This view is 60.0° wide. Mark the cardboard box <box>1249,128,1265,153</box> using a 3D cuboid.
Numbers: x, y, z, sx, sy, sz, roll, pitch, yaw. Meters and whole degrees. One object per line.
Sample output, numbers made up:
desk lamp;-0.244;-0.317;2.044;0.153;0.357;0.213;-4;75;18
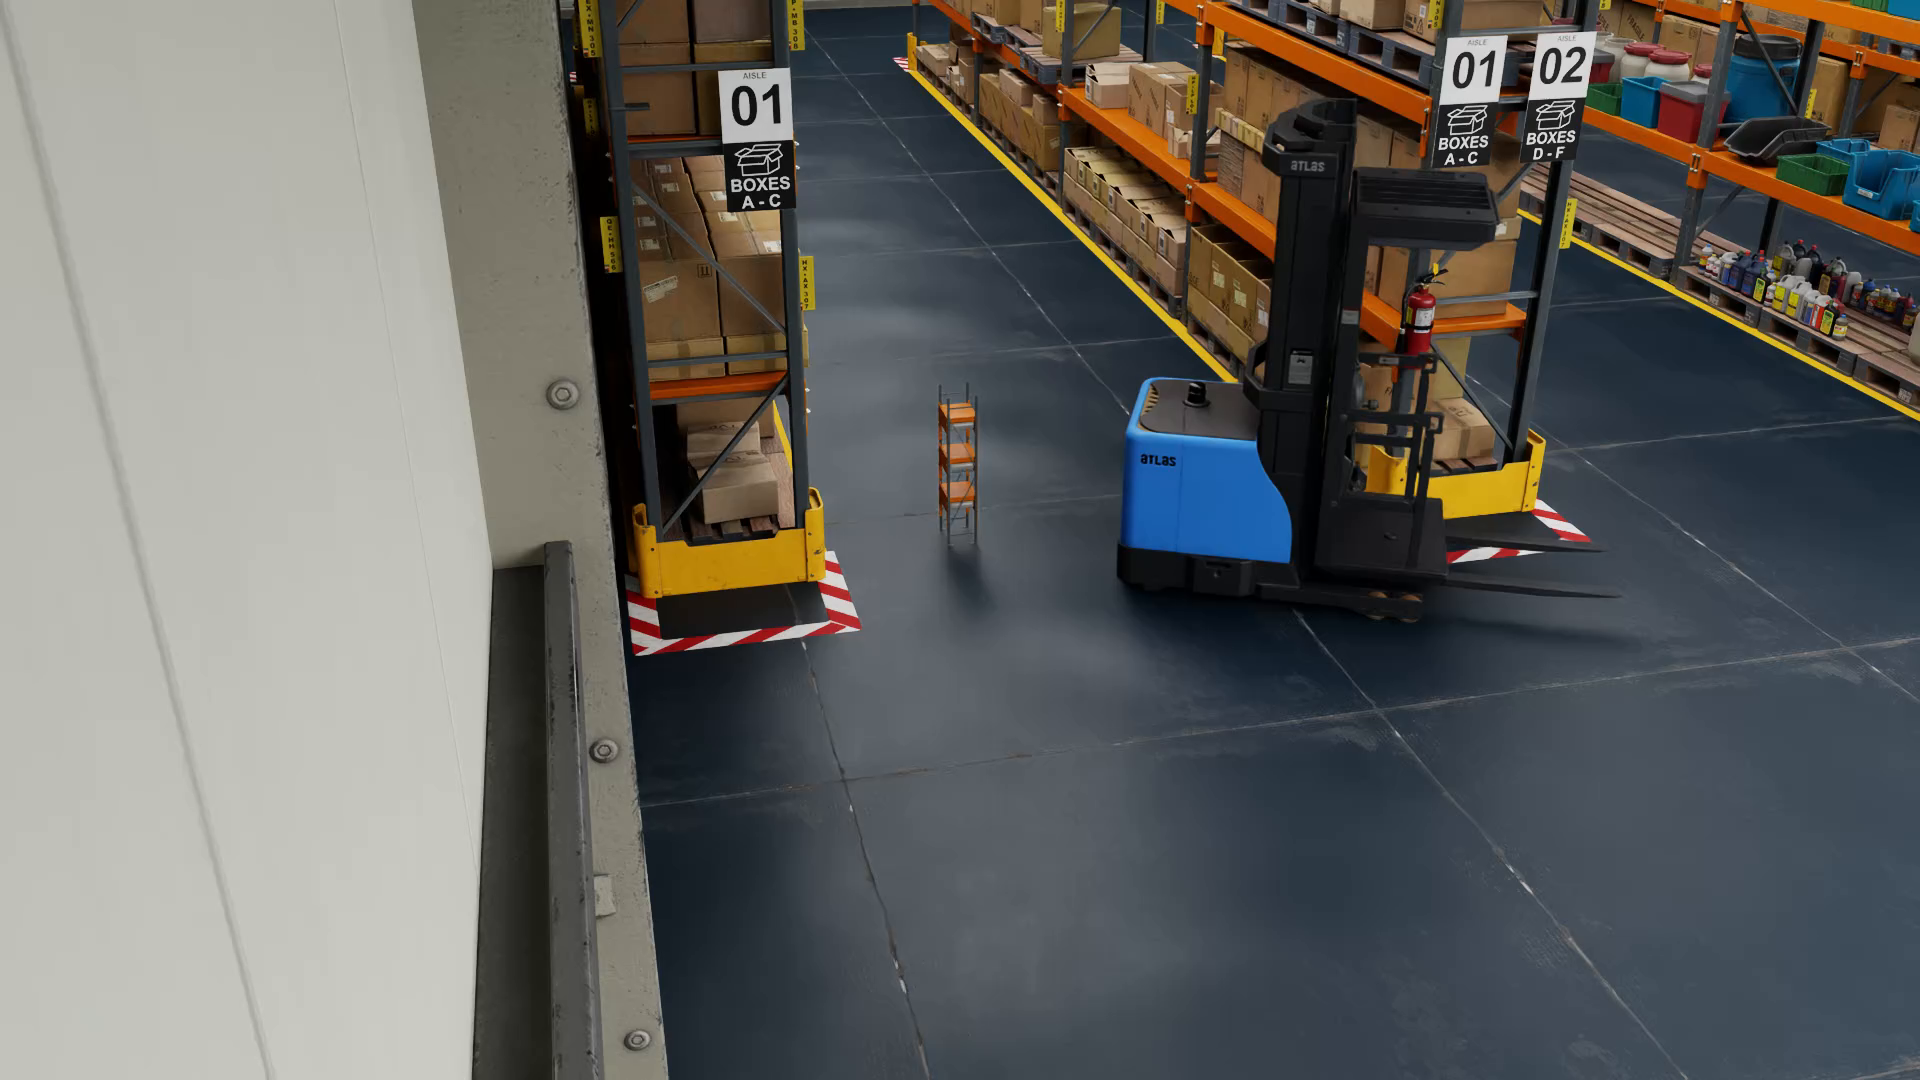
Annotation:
cardboard box;2.536;-3.189;13.254;0.380;0.149;0.250;-6;27;-12

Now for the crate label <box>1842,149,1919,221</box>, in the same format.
crate label;7.537;-2.872;13.418;0.502;0.435;0.616;-6;27;-12

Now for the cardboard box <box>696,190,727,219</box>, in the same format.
cardboard box;-1.464;-2.032;11.105;0.500;0.500;0.500;-7;28;-13

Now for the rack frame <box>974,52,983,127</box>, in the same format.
rack frame;0.684;-6.842;21.324;1.000;3.000;0.127;-6;27;-12

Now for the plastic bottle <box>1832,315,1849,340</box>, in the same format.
plastic bottle;7.374;-1.784;13.920;0.097;0.201;0.097;0;27;0

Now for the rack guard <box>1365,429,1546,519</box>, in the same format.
rack guard;3.394;-0.448;11.429;1.175;0.500;0.348;-6;27;-12

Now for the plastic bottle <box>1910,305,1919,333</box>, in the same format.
plastic bottle;8.110;-1.882;14.035;0.097;0.271;0.097;0;27;0

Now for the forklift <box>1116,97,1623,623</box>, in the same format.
forklift;2.559;-1.068;9.960;3.031;2.935;1.130;6;27;11

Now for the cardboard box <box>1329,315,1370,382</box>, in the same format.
cardboard box;2.738;-1.512;12.516;0.500;0.500;0.500;-6;27;-12

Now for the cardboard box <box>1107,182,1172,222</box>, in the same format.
cardboard box;1.773;-3.357;16.382;0.500;0.311;0.500;-6;27;-12

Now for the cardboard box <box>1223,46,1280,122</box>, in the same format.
cardboard box;2.593;-3.760;13.666;0.700;0.500;0.500;-6;27;-11

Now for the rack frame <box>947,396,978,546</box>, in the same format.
rack frame;0.015;-0.439;10.800;0.200;1.050;0.008;-6;27;-12

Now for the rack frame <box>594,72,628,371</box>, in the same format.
rack frame;-2.339;-2.826;13.366;1.000;3.000;0.127;-6;27;-12

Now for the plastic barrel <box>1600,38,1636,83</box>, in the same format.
plastic barrel;6.947;-5.023;17.594;0.421;0.512;0.421;0;27;0

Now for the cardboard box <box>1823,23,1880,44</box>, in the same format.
cardboard box;10.885;-6.327;20.191;0.500;0.500;0.500;-5;27;-10

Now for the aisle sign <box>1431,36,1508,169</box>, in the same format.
aisle sign;3.117;-2.676;10.184;0.394;0.787;0.004;-6;27;-12

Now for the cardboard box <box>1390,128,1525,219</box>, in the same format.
cardboard box;3.284;-2.427;11.026;0.700;0.500;0.500;-6;27;-11

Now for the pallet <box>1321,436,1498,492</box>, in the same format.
pallet;3.175;-0.661;12.171;1.003;0.211;1.213;-6;27;-12

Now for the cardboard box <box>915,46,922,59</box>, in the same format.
cardboard box;-0.458;-7.303;24.912;0.380;0.149;0.250;-6;27;-12

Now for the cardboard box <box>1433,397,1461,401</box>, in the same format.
cardboard box;3.368;-1.011;12.357;0.500;0.250;0.500;-6;27;-12

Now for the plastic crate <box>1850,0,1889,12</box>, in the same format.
plastic crate;7.404;-4.356;13.303;0.336;0.188;0.450;-6;27;-12

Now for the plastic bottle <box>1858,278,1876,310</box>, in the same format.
plastic bottle;7.965;-2.165;14.596;0.097;0.271;0.097;0;27;0

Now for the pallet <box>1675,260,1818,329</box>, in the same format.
pallet;7.424;-2.288;15.394;1.003;0.211;1.213;-6;27;-12

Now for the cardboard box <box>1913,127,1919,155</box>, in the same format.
cardboard box;11.546;-4.637;19.240;0.700;0.500;0.500;-8;28;-16

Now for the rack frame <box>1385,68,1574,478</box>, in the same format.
rack frame;3.388;-1.574;10.886;1.000;3.000;0.127;-6;27;-12

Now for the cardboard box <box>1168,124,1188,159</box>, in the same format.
cardboard box;2.110;-3.638;15.123;0.396;0.266;0.258;-7;28;-13

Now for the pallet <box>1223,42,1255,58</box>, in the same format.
pallet;4.757;-7.489;25.699;1.003;0.211;1.213;-6;27;-12

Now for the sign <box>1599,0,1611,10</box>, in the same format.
sign;3.930;-3.393;10.102;0.100;0.325;0.005;-6;27;-12

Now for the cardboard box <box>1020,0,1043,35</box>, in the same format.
cardboard box;1.142;-6.305;19.682;0.700;0.500;0.500;-13;30;-25

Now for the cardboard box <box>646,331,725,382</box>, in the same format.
cardboard box;-1.731;-1.197;10.283;0.500;0.250;0.500;-6;27;-11

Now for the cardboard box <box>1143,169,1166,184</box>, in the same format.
cardboard box;2.178;-3.642;16.947;0.500;0.311;0.500;-6;27;-12

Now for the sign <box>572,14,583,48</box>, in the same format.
sign;-3.780;-5.041;16.469;0.100;0.325;0.005;-6;27;-12

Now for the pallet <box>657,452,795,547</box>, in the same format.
pallet;-1.603;-0.218;11.295;1.003;0.211;1.213;-6;27;-12

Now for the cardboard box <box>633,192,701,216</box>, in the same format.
cardboard box;-1.975;-1.980;11.003;0.500;0.500;0.500;-7;28;-13

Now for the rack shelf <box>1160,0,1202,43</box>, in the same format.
rack shelf;2.036;-5.226;15.591;1.077;0.370;4.000;-6;27;-12

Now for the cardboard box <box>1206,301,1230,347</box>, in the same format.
cardboard box;2.404;-1.836;13.990;0.500;0.250;0.500;-6;27;-12

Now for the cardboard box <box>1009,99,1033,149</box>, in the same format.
cardboard box;0.905;-5.010;19.980;0.500;0.500;0.500;-7;28;-14

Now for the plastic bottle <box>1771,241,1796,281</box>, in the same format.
plastic bottle;7.599;-2.577;15.325;0.144;0.351;0.185;-6;27;-12

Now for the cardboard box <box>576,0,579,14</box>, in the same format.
cardboard box;-4.283;-6.296;19.779;0.500;0.500;0.500;-7;28;-13

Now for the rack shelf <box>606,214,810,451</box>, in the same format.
rack shelf;-1.888;-1.626;11.788;1.077;0.370;4.000;-6;27;-12

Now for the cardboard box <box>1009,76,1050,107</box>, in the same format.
cardboard box;0.894;-5.361;19.843;0.500;0.250;0.500;-6;27;-13

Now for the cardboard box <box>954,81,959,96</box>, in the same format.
cardboard box;0.136;-6.146;22.619;0.380;0.149;0.250;-6;27;-12

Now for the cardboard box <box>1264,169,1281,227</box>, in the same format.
cardboard box;2.827;-2.729;13.064;0.700;0.500;0.500;-6;27;-11

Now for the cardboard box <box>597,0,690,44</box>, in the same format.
cardboard box;-1.789;-3.071;9.281;0.500;0.500;0.500;-5;27;-9

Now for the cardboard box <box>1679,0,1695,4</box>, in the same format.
cardboard box;10.196;-7.664;22.840;0.500;0.500;0.500;-6;27;-11

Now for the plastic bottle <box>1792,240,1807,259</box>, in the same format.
plastic bottle;7.739;-2.592;15.354;0.144;0.351;0.185;-7;28;-13

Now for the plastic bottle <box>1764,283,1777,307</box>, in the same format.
plastic bottle;7.175;-2.173;14.689;0.097;0.201;0.097;0;27;0

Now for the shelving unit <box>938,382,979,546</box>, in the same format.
shelving unit;-0.012;-0.492;10.906;0.215;1.050;0.252;-6;27;-12

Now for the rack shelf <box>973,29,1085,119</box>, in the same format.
rack shelf;1.135;-5.643;19.746;1.077;0.370;4.000;-6;27;-12

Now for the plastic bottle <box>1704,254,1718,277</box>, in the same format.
plastic bottle;6.981;-2.550;15.436;0.097;0.201;0.097;0;27;0

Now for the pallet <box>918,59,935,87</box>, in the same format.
pallet;-0.020;-6.970;24.672;1.003;0.211;1.213;-6;27;-12

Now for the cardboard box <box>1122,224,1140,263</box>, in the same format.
cardboard box;1.883;-2.890;16.078;0.500;0.250;0.500;-5;27;-10

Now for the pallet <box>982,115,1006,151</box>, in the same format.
pallet;0.904;-5.244;21.252;1.003;0.211;1.213;-6;27;-12

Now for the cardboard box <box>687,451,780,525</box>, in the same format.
cardboard box;-1.505;-0.378;11.013;0.500;0.311;0.500;-9;28;-17
